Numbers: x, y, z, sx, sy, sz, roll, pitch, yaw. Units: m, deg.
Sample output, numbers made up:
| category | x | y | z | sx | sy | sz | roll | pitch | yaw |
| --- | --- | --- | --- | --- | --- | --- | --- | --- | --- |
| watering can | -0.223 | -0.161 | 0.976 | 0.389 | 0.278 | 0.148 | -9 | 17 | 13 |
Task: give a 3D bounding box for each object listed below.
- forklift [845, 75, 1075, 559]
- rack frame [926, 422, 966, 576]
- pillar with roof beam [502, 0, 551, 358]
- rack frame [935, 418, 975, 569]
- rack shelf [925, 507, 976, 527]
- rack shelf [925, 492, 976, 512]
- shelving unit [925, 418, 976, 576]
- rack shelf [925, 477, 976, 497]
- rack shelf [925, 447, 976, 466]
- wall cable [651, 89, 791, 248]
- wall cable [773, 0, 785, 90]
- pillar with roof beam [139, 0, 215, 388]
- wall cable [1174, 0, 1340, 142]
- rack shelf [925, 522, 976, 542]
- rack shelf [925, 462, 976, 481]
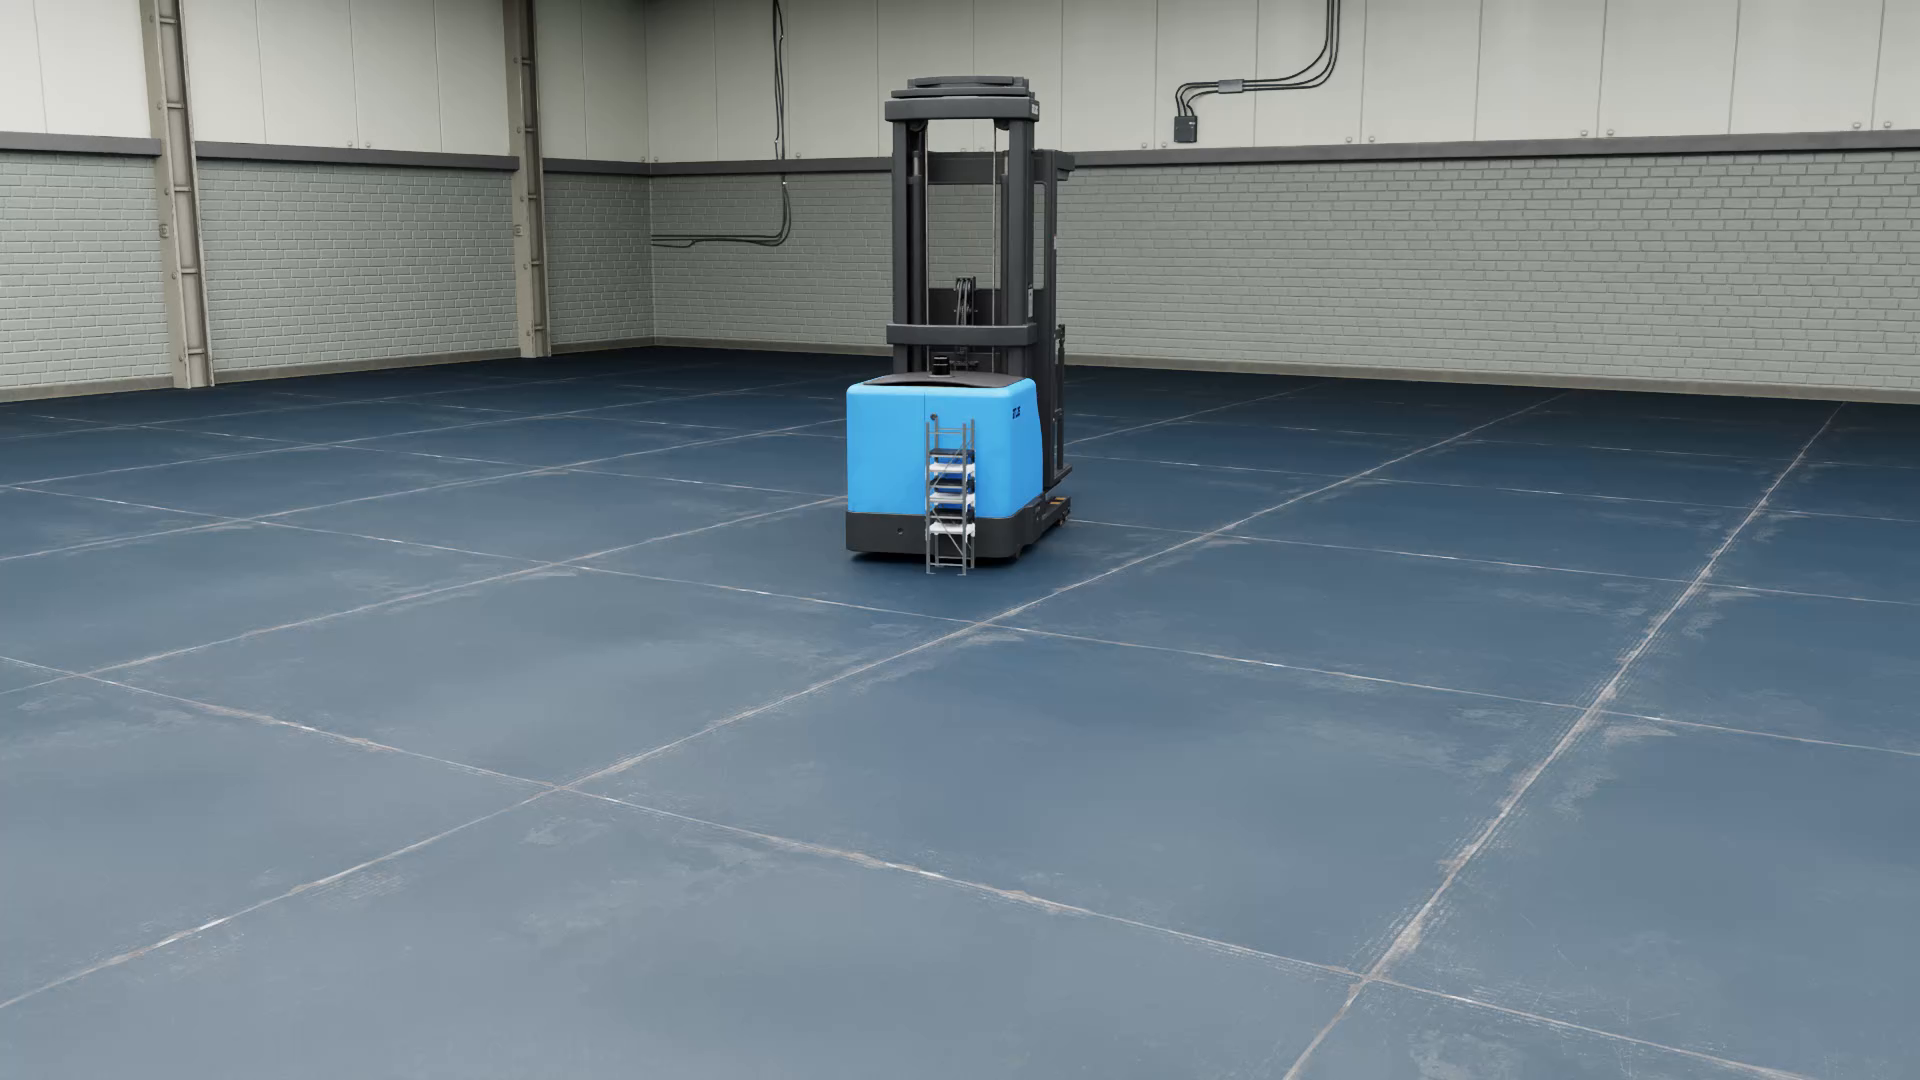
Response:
| category | x | y | z | sx | sy | sz | roll | pitch | yaw |
| --- | --- | --- | --- | --- | --- | --- | --- | --- | --- |
| forklift | 0.152 | -1.553 | 11.199 | 1.130 | 2.935 | 3.031 | 3 | 11 | 14 |
| rack frame | -0.081 | -0.238 | 9.696 | 0.240 | 0.900 | 0.006 | 3 | 11 | 14 |
| pillar with roof beam | -3.076 | -6.932 | 23.441 | 9.100 | 9.000 | 0.400 | 6 | 12 | 31 |
| rack frame | -0.032 | -0.275 | 9.890 | 0.240 | 0.900 | 0.006 | 3 | 11 | 14 |
| rack shelf | -0.056 | -0.135 | 9.816 | 0.258 | 0.077 | 0.200 | 3 | 11 | 14 |
| rack shelf | -0.056 | -0.224 | 9.799 | 0.258 | 0.077 | 0.200 | 3 | 11 | 14 |
| shelving unit | -0.056 | -0.256 | 9.793 | 0.258 | 0.900 | 0.210 | 3 | 11 | 14 |
| rack shelf | -0.056 | -0.312 | 9.783 | 0.258 | 0.077 | 0.200 | 3 | 11 | 14 |
| rack shelf | -0.056 | -0.489 | 9.749 | 0.258 | 0.077 | 0.200 | 3 | 11 | 14 |
| wall cable | -4.096 | -6.154 | 27.724 | 3.097 | 2.526 | 0.112 | 6 | 12 | 31 |
| wall cable | -1.784 | -8.378 | 25.879 | 3.097 | 2.526 | 0.112 | 6 | 12 | 31 |
| pillar with roof beam | -6.192 | -5.988 | 18.401 | 9.100 | 9.000 | 0.400 | 6 | 12 | 31 |
| wall cable | 4.009 | -8.442 | 22.267 | 2.305 | 6.003 | 0.169 | 6 | 12 | 31 |
| rack shelf | -0.056 | -0.047 | 9.832 | 0.258 | 0.077 | 0.200 | 3 | 11 | 14 |
| rack shelf | -0.056 | -0.401 | 9.766 | 0.258 | 0.077 | 0.200 | 3 | 11 | 14 |
